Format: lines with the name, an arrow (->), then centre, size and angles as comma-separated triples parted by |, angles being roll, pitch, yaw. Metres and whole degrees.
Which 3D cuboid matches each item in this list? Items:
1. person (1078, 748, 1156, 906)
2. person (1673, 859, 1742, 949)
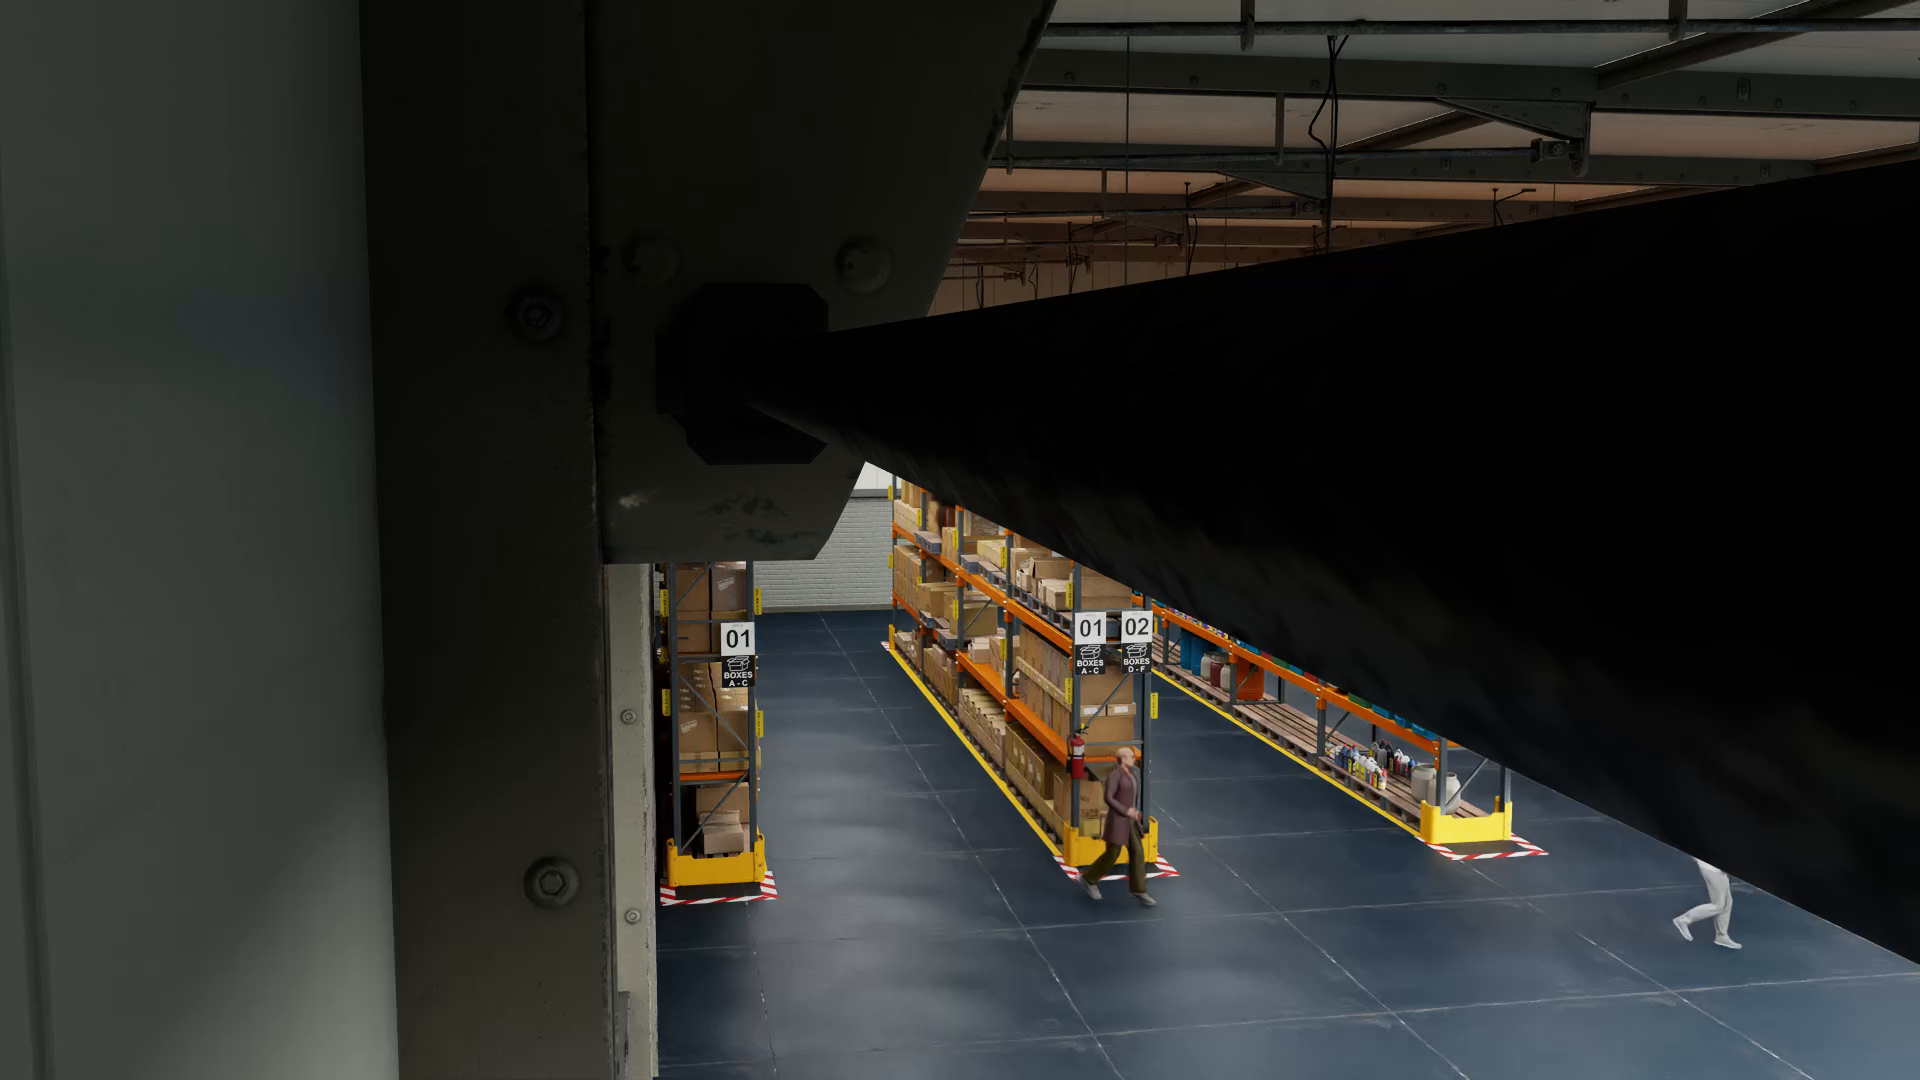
person -> 1.944, 3.328, 19.559 | 0.966, 1.765, 0.764 | 4, 7, 32
person -> 8.092, 3.567, 17.956 | 0.737, 1.696, 0.644 | 1, 6, 12
